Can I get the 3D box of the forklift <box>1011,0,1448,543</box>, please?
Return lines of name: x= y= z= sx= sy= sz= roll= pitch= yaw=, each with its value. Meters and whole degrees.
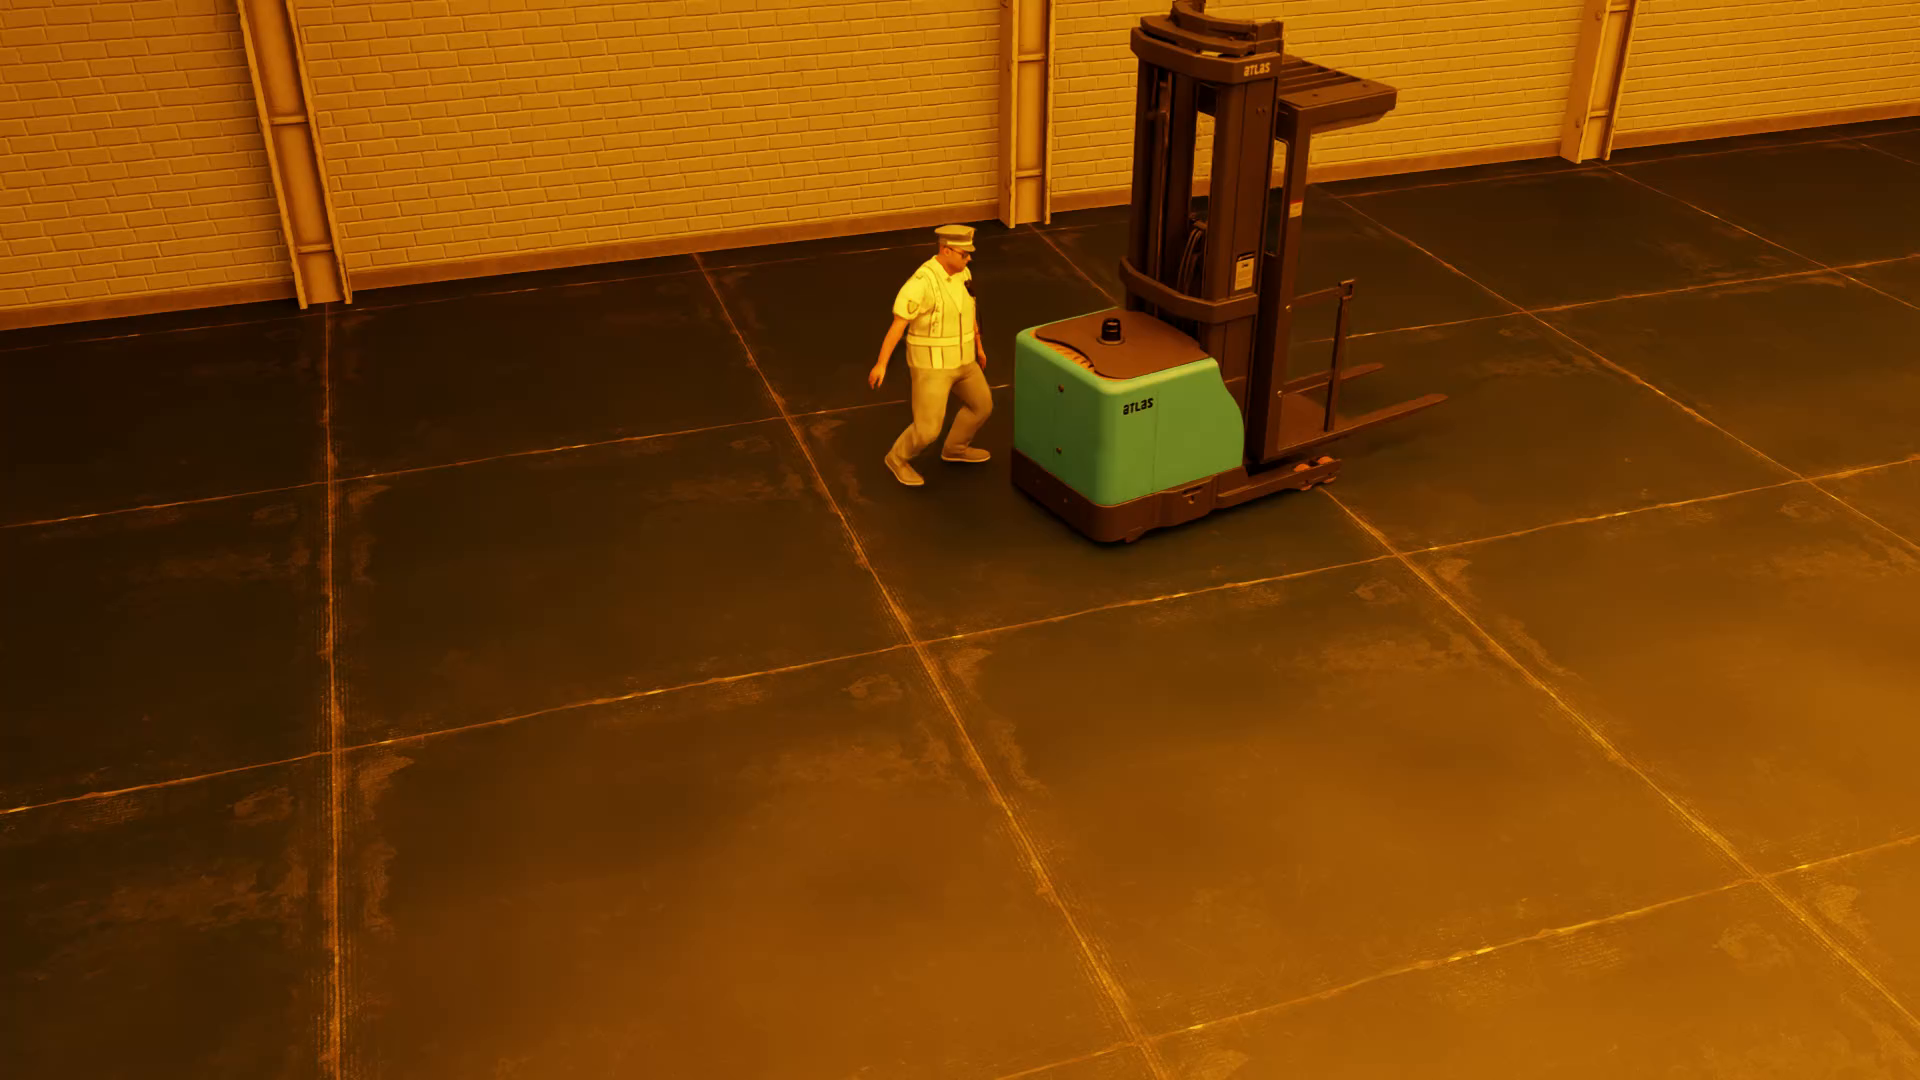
forklift: x=1.846 y=-1.792 z=10.202 sx=3.031 sy=2.935 sz=1.130 roll=-17 pitch=34 yaw=-27

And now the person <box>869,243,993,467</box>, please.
person: x=-15960.904 y=-23635.656 z=41087.064 sx=41473.164 sy=2.662 sz=91009.202 roll=-25 pitch=38 yaw=-36
